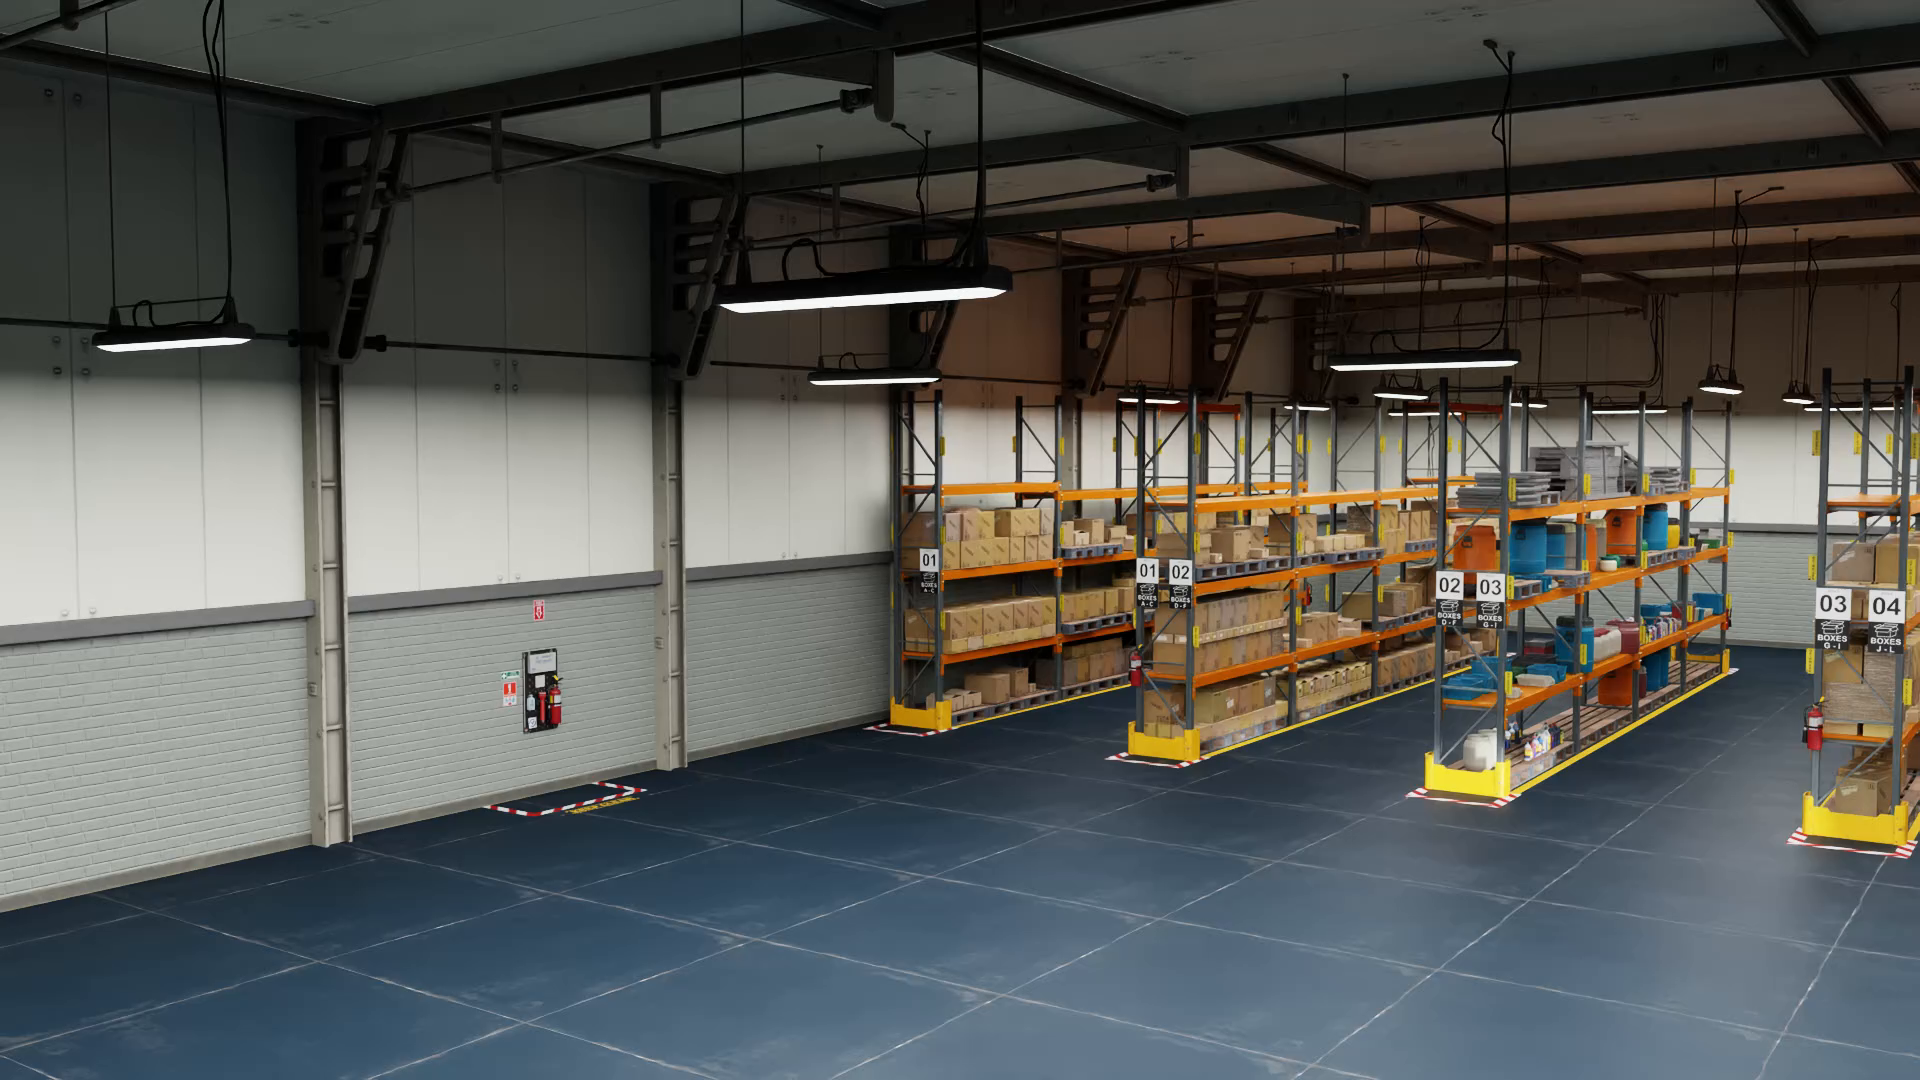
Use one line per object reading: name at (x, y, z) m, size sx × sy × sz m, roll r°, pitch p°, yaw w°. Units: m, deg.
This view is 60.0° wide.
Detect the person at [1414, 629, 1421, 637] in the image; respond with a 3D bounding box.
person at (11.415, 1.758, 41.926) m, size 0.628 × 1.761 × 0.690 m, roll -3°, pitch 4°, yaw -42°
